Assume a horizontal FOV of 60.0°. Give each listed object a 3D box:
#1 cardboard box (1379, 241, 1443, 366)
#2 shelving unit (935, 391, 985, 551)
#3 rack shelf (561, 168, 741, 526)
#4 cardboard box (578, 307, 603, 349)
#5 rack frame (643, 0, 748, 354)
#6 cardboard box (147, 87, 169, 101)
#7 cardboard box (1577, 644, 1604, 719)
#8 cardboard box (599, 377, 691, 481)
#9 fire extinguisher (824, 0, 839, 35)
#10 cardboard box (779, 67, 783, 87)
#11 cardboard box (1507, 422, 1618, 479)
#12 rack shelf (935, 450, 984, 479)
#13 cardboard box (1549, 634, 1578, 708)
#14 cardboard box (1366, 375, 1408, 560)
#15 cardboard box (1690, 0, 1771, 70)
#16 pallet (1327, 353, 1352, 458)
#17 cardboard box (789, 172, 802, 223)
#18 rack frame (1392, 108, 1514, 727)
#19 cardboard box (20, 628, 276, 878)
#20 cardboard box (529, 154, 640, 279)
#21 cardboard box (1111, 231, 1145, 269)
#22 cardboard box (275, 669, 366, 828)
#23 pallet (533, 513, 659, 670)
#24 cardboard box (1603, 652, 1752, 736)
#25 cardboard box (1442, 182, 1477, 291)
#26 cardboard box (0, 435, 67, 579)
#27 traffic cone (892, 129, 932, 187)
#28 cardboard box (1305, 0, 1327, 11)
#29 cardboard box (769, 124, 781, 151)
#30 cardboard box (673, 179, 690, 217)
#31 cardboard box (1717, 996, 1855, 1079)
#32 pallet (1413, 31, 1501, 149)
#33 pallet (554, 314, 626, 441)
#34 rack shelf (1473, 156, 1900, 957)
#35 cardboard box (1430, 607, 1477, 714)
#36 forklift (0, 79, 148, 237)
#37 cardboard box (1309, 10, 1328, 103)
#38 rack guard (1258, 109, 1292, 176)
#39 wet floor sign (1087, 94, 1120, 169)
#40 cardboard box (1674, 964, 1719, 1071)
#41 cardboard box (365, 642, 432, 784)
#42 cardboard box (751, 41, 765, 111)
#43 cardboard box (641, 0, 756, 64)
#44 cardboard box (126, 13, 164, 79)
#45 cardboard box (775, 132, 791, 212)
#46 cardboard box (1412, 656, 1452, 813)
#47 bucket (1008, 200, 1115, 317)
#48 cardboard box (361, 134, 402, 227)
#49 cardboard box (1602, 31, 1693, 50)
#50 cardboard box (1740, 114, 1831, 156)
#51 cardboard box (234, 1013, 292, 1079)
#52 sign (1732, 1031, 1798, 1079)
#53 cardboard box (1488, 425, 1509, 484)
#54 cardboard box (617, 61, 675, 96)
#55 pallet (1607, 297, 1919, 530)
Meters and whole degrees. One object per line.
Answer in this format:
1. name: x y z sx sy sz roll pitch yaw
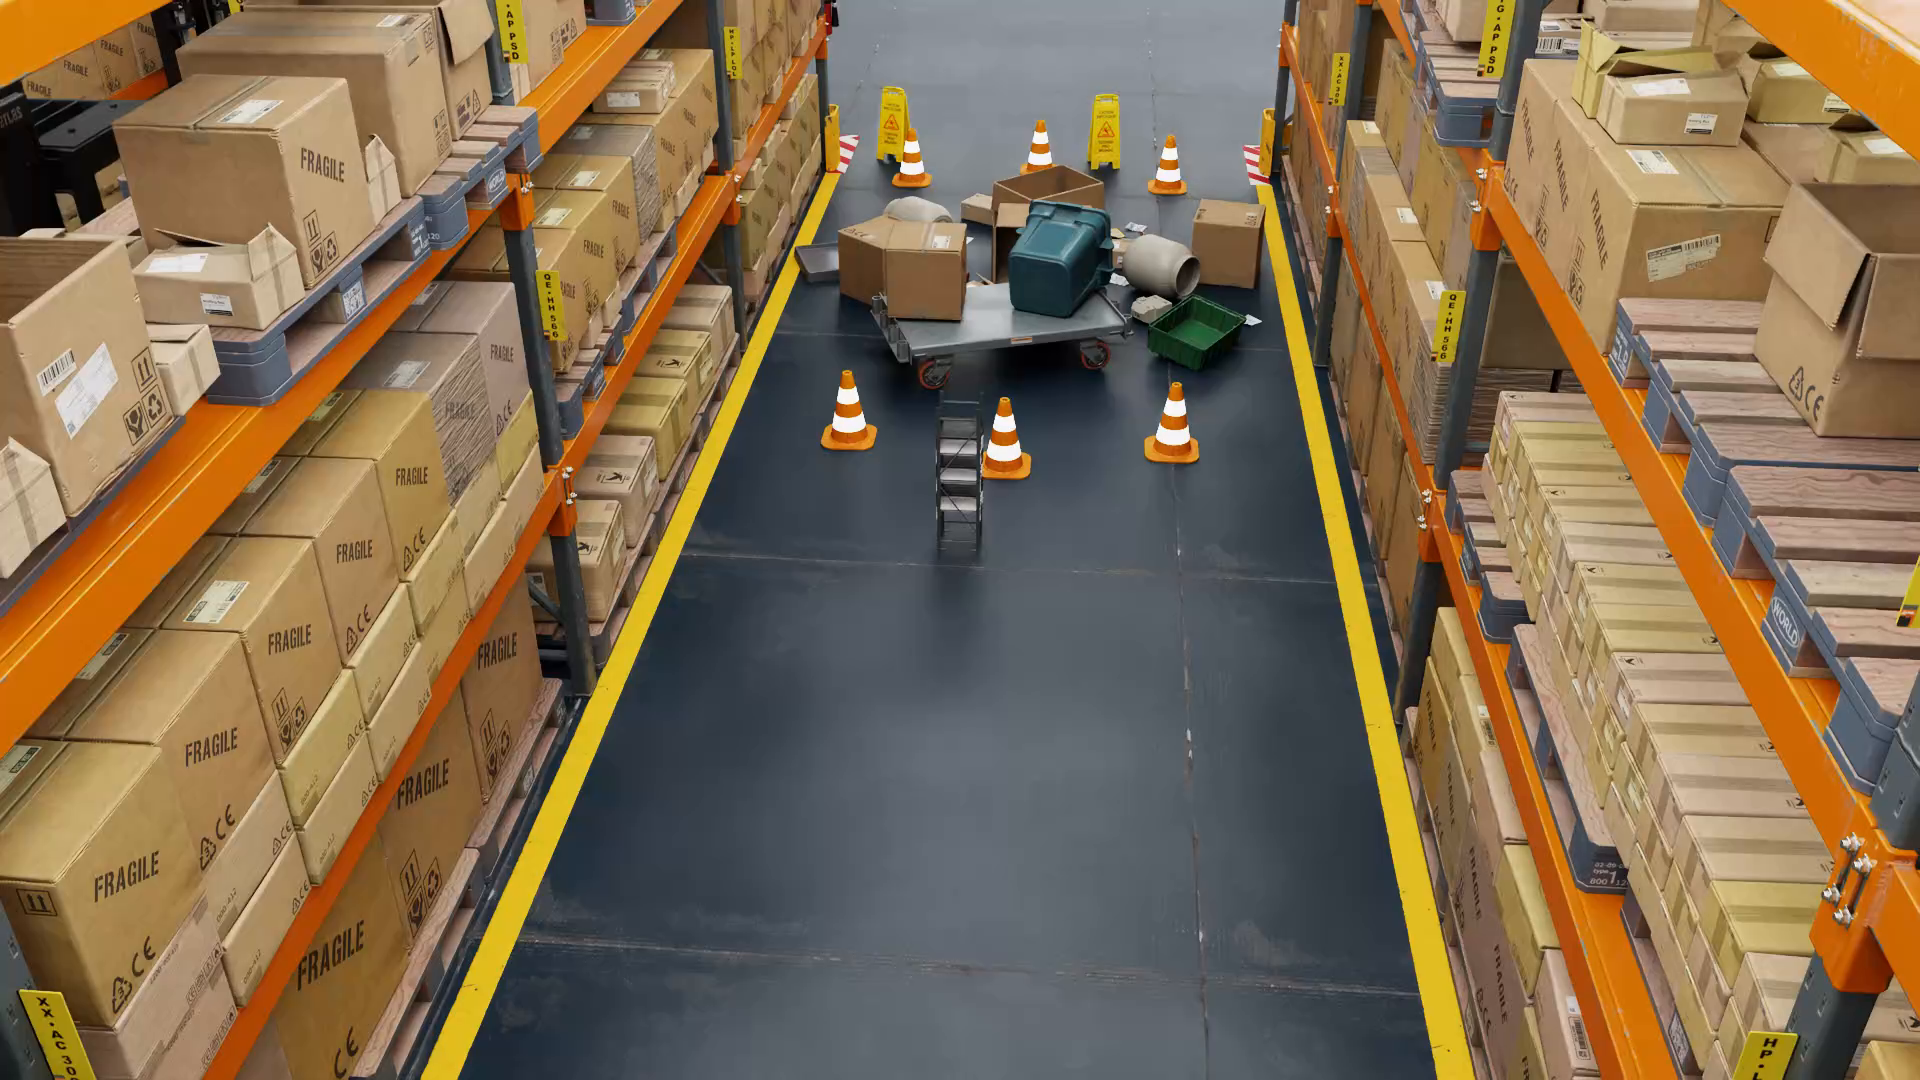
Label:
1. cardboard box: 2.468 -1.197 8.519 0.500 0.500 0.500 2 32 3
2. shelving unit: -0.001 -0.379 9.287 0.258 0.900 0.210 2 32 4
3. rack shelf: -2.162 -1.284 9.440 1.077 0.370 4.000 2 32 4
4. cardboard box: -1.989 -1.066 8.239 0.380 0.149 0.250 0 32 1
5. rack frame: -2.000 -2.636 10.948 1.000 3.000 0.127 2 32 4
6. cardboard box: -6.415 -3.586 13.757 0.500 0.250 0.500 3 32 5
7. cardboard box: 2.256 0.475 5.456 0.380 0.149 0.250 4 32 6
8. cardboard box: -2.150 -0.682 9.882 0.950 0.372 0.625 3 32 6
9. fire extinguisher: -1.205 -4.735 14.428 0.296 0.674 0.183 2 32 4
10. cardboard box: -1.548 -3.481 12.560 0.380 0.149 0.250 2 32 4
11. cardboard box: 2.367 -0.337 6.490 0.380 0.149 0.250 2 32 3
12. rack shelf: -0.001 -0.427 9.258 0.258 0.077 0.200 2 32 4
13. cardboard box: 2.273 0.461 5.762 0.380 0.149 0.250 3 32 5
14. cardboard box: 2.824 -0.379 9.029 1.050 0.750 0.750 3 32 5
15. cardboard box: 2.843 -1.808 5.922 0.396 0.266 0.258 2 32 4
16. pallet: 2.955 -0.883 10.763 1.003 0.211 1.213 2 32 4
17. cardboard box: -1.559 -2.757 13.366 0.500 0.250 0.500 1 32 2
18. rack frame: 2.617 -0.386 7.297 1.000 3.000 0.127 2 32 4
19. cardboard box: -2.315 0.594 4.659 0.500 0.500 0.500 2 32 4
20. cardboard box: -1.986 -1.668 8.599 0.500 0.500 0.500 3 32 5
21. cardboard box: 1.247 -2.291 12.994 0.396 0.266 0.258 8 32 12
22. cardboard box: -2.252 0.644 5.293 0.500 0.250 0.500 3 32 5
23. pallet: -2.260 0.234 8.949 1.003 0.211 1.213 2 32 4
24. cardboard box: 2.236 0.481 5.163 0.380 0.149 0.250 1 32 2
25. cardboard box: 2.703 -1.353 7.818 0.700 0.500 0.500 2 32 3
26. cardboard box: -2.261 -0.098 3.699 0.396 0.266 0.258 2 32 4
27. traffic cone: -0.423 -3.367 14.554 0.336 0.463 0.334 2 32 4
28. cardboard box: 3.065 -4.321 12.511 0.875 0.550 0.550 2 32 4
29. cardboard box: -1.553 -3.009 12.441 0.380 0.149 0.250 4 32 7
30. cardboard box: -1.808 -2.020 9.788 0.380 0.149 0.250 3 32 4
31. cardboard box: 2.127 1.291 4.132 0.380 0.149 0.250 3 32 5
32. pallet: 2.616 -1.921 7.109 1.213 0.211 1.003 4 32 6
33. pallet: -2.373 -0.840 8.217 1.213 0.211 1.003 2 32 4
34. rack shelf: 2.454 -0.311 5.002 1.077 0.370 4.000 2 32 4
35. cardboard box: 2.319 0.531 7.077 0.500 0.250 0.500 1 32 2
36. forklift: -4.626 -1.119 8.553 1.130 2.935 3.031 3 32 4
37. cardboard box: 3.087 -3.582 12.340 0.875 0.550 0.500 2 32 4
38. rack guard: 3.270 -3.517 14.761 1.175 0.500 0.348 2 32 4
39. wet floor sign: 1.297 -3.666 14.864 0.267 0.644 0.232 -3 32 -5
40. cardboard box: 2.146 1.282 4.430 0.380 0.149 0.250 3 32 4
41. cardboard box: -2.204 0.593 5.851 0.500 0.250 0.500 2 32 3
42. cardboard box: -1.668 -3.287 11.626 0.500 0.500 0.500 2 32 4
43. cardboard box: -1.748 -3.451 10.940 0.700 0.500 0.500 2 32 3
44. cardboard box: -6.523 -3.909 12.919 0.500 0.500 0.500 3 32 4
45. cardboard box: -1.607 -2.812 12.739 0.500 0.500 0.500 4 32 7
46. cardboard box: 2.305 0.859 7.260 0.500 0.500 0.500 1 32 2
47. bucket: 0.656 -1.900 11.426 0.726 0.611 0.620 14 44 21
48. cardboard box: -2.089 -1.208 5.500 0.396 0.266 0.258 2 32 3
49. cardboard box: 2.803 -1.945 6.712 0.380 0.149 0.250 1 32 2
50. cardboard box: 2.796 -1.134 5.556 0.500 0.500 0.500 2 32 4
51. cardboard box: -2.680 1.946 5.139 0.875 0.875 0.875 3 32 6
52. sign: 1.738 1.191 3.635 0.100 0.325 0.005 2 32 4
53. cardboard box: 2.377 -0.340 6.779 0.380 0.149 0.250 4 32 6
54. cardboard box: -1.855 -2.648 9.571 0.380 0.149 0.250 2 32 3
55. pallet: 2.529 -0.352 4.562 1.213 0.211 1.003 2 32 4
